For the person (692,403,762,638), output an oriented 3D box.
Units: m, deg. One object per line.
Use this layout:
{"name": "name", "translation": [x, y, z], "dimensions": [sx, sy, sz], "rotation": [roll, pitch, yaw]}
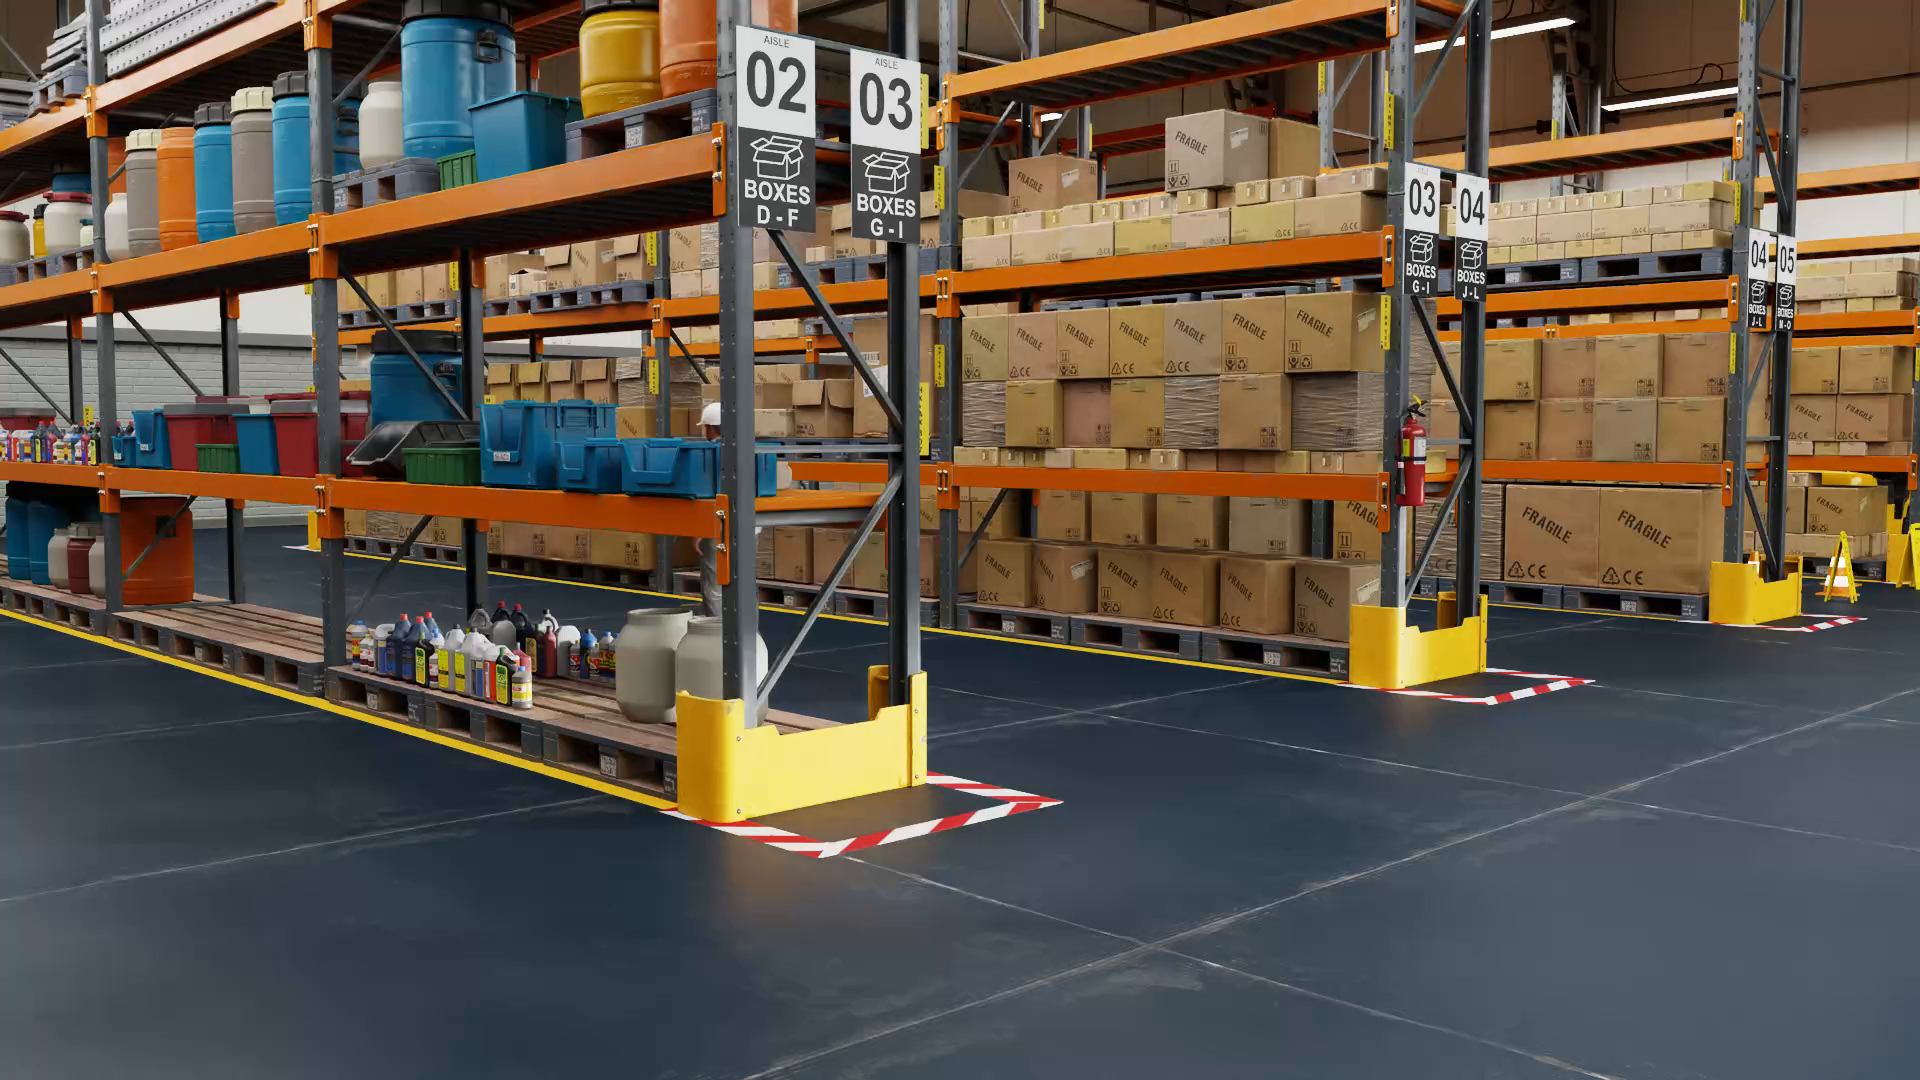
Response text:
{"name": "person", "translation": [-1.631, -0.071, 11.624], "dimensions": [0.476, 1.770, 0.590], "rotation": [4, 5, 42]}
